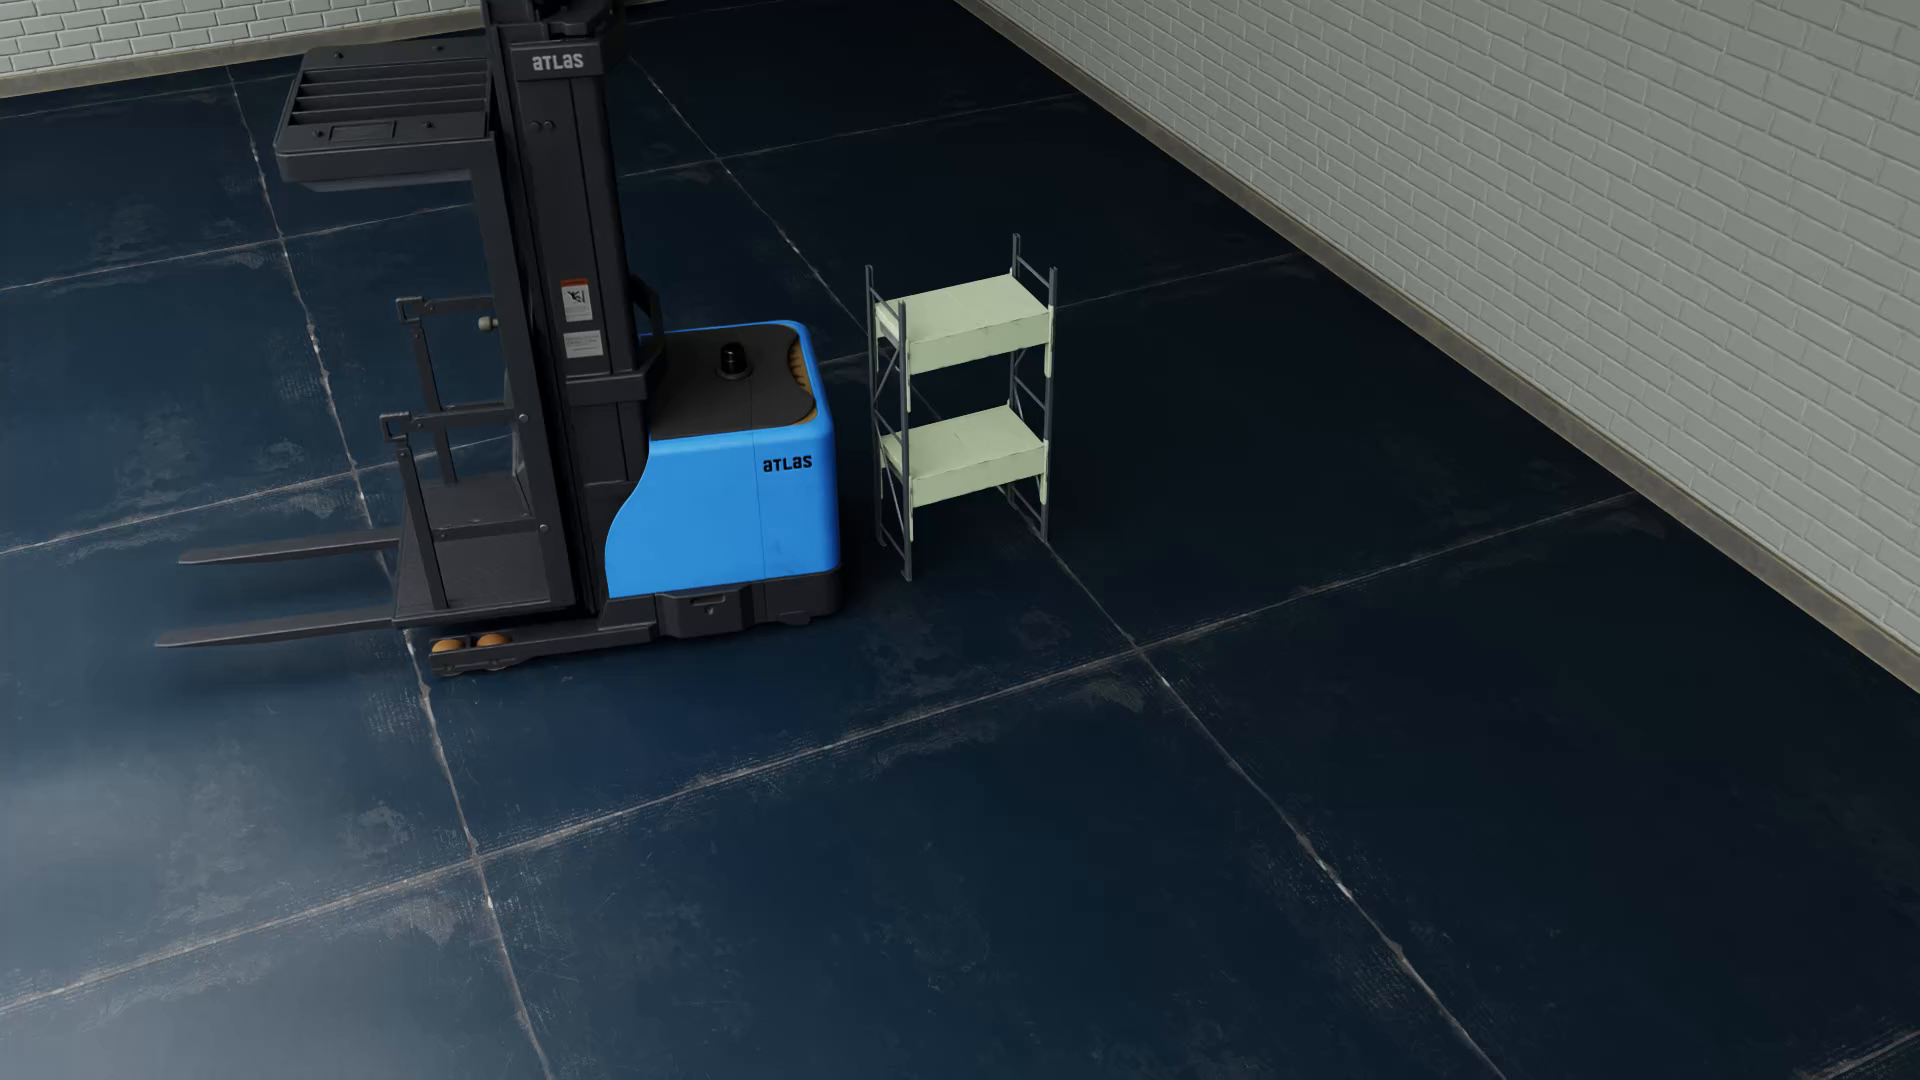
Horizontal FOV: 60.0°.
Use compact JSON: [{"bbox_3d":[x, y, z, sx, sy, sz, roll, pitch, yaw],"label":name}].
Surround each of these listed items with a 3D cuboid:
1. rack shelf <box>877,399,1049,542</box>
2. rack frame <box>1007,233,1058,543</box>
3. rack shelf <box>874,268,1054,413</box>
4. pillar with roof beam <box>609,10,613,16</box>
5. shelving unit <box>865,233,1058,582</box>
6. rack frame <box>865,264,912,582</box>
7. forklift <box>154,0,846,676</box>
[{"bbox_3d":[0.006,-0.342,8.000,0.720,0.370,0.431,-16,39,-20],"label":"rack shelf"},{"bbox_3d":[0.337,-0.697,7.930,0.023,1.500,0.400,-16,39,-20],"label":"rack frame"},{"bbox_3d":[0.006,-0.918,7.573,0.720,0.370,0.431,-16,39,-20],"label":"rack shelf"},{"bbox_3d":[-1.322,-5.819,8.542,0.400,9.000,9.100,-16,39,-20],"label":"pillar with roof beam"},{"bbox_3d":[0.006,-0.604,7.805,0.755,1.500,0.431,-16,39,-20],"label":"shelving unit"},{"bbox_3d":[-0.325,-0.511,7.681,0.023,1.500,0.400,-16,39,-20],"label":"rack frame"},{"bbox_3d":[-2.101,-0.913,7.020,3.031,2.935,1.130,-7,37,-9],"label":"forklift"}]
